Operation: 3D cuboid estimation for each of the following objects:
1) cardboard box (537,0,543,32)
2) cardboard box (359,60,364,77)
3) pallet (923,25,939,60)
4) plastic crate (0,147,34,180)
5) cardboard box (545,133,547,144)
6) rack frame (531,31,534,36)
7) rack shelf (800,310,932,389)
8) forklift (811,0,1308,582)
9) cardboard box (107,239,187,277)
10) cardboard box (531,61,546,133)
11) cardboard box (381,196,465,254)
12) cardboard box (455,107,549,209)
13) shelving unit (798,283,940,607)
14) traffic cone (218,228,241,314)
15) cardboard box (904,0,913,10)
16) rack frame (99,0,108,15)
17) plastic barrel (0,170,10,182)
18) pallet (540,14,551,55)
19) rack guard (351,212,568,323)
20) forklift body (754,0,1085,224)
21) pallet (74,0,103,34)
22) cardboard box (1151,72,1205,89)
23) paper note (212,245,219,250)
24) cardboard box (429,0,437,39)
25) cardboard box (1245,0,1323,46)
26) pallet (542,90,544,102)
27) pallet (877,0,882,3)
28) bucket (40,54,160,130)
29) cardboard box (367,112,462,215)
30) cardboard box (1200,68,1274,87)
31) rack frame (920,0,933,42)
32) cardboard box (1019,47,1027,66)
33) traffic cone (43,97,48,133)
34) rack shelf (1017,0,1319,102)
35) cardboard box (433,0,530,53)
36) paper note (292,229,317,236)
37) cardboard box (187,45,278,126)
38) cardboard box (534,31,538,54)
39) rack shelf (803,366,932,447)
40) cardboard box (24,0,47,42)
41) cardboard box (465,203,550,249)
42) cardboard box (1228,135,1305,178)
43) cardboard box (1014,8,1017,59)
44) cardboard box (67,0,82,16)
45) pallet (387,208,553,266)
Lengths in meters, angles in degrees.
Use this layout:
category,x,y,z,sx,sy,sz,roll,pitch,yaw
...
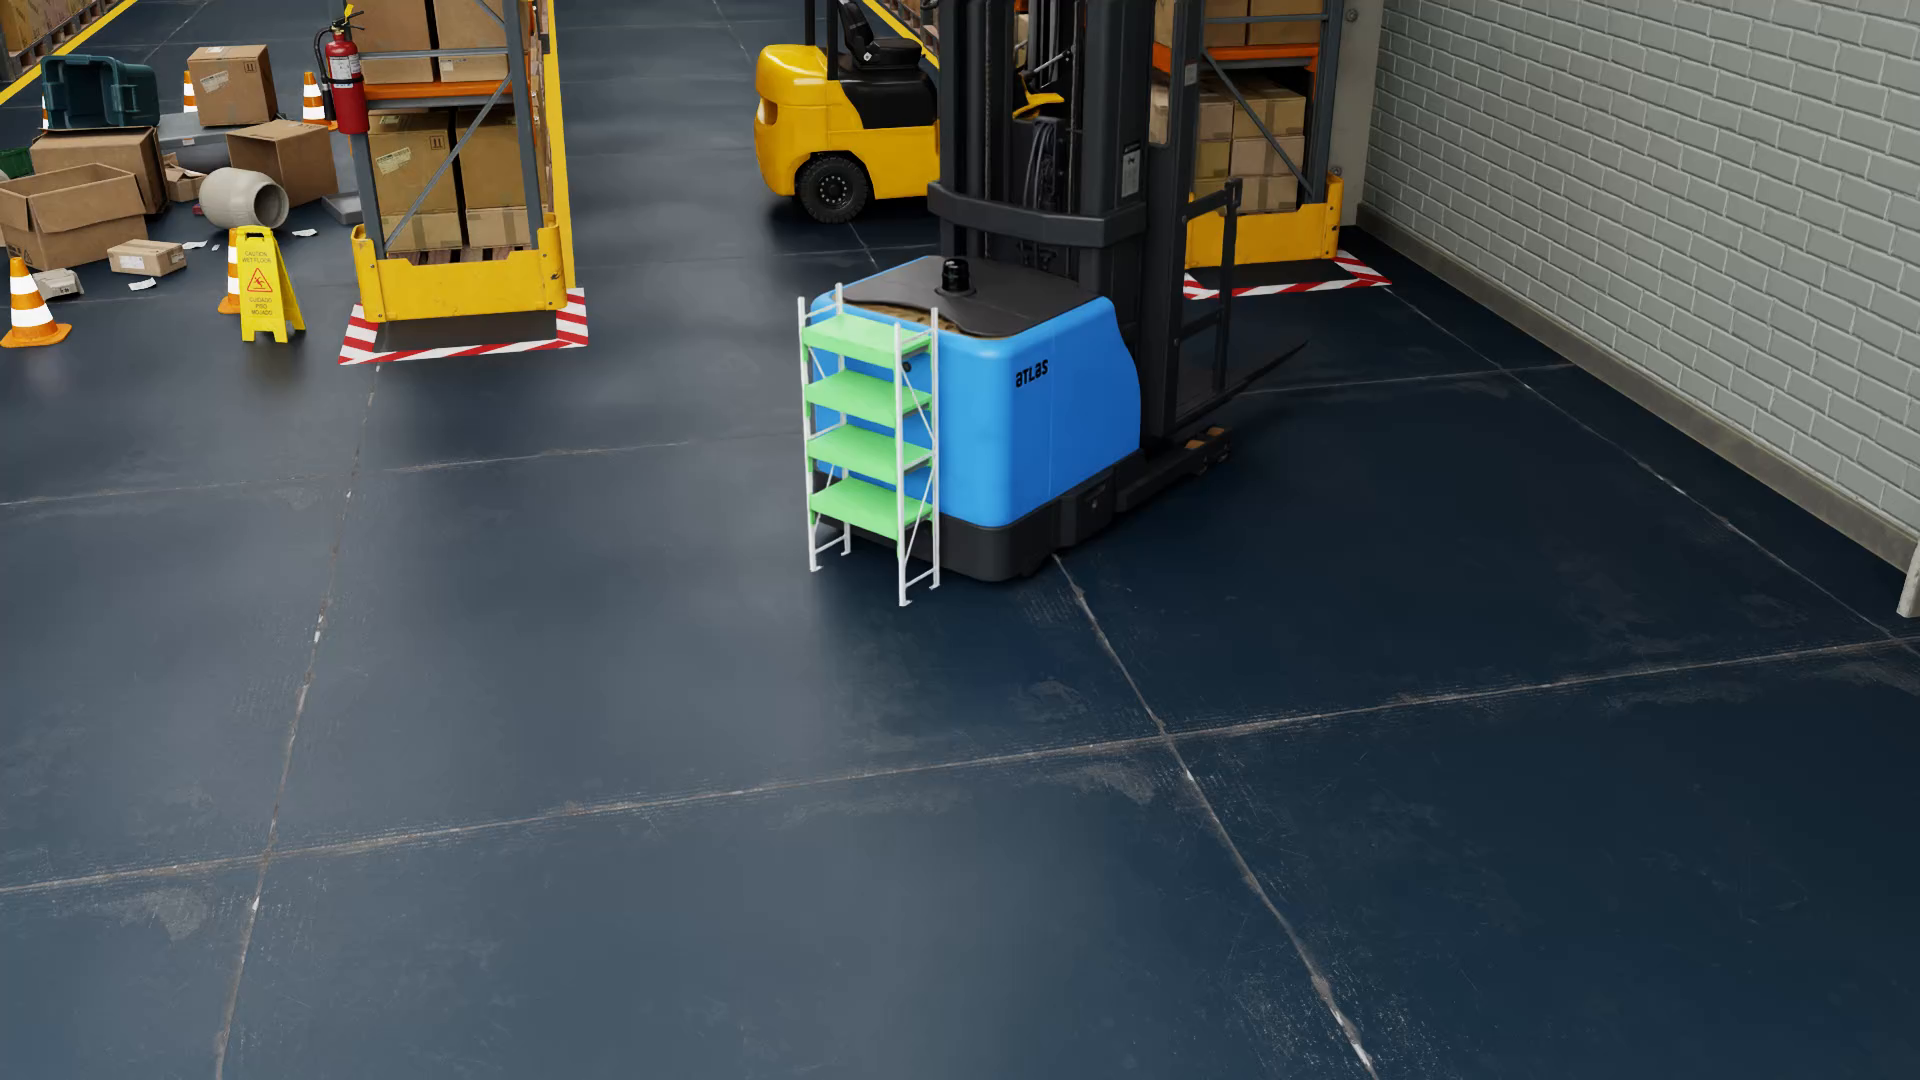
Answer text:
category,x,y,z,sx,sy,sz,roll,pitch,yaw
cardboard box,-4.832,-5.776,17.258,0.875,0.875,0.875,-6,27,-12
cardboard box,-3.412,-2.844,9.835,0.380,0.149,0.250,-6,27,-12
pallet,0.226,-5.121,17.162,1.003,0.211,1.213,-6,27,-12
plastic crate,-7.340,-2.750,12.426,0.450,0.188,0.662,-2,25,20
cardboard box,-3.220,-2.741,11.937,0.500,0.250,0.500,-6,27,-11
rack frame,-3.855,-4.470,12.777,1.000,3.000,0.127,-6,27,-12
rack shelf,-0.357,-0.747,6.475,0.480,0.148,0.258,19,33,33
forklift,0.668,-1.738,7.441,1.130,2.935,3.031,19,33,33
cardboard box,-5.217,-1.811,10.673,0.380,0.149,0.250,8,28,15
cardboard box,-3.228,-3.085,11.787,0.500,0.500,0.500,-5,27,-9
cardboard box,-3.404,-2.012,10.493,0.500,0.250,0.500,-6,27,-12
cardboard box,-2.872,-2.401,10.432,0.500,0.500,0.500,-7,28,-13
shelving unit,-0.357,-0.376,6.662,0.503,1.200,0.258,19,33,33
traffic cone,-4.308,-1.639,9.984,0.336,0.463,0.334,-6,27,-12
cardboard box,-0.329,-6.188,18.488,0.500,0.500,0.500,-6,27,-12
rack frame,-10.458,-7.435,18.651,1.000,3.000,0.127,-6,27,-12
plastic barrel,-6.905,-2.430,11.596,0.512,0.421,0.421,13,30,24
pallet,-4.861,-5.335,17.585,1.003,0.211,1.213,-6,27,-12
rack guard,-2.971,-1.631,9.927,1.175,0.500,0.348,-6,27,-12
forklift body,-0.324,-3.488,11.773,2.313,2.155,1.214,-6,27,-12
pallet,-10.281,-5.848,18.603,1.003,0.211,1.213,-6,27,-12
cardboard box,1.353,-3.020,11.380,0.500,0.250,0.500,-5,27,-11
paper note,-4.974,-1.955,11.112,0.032,0.001,0.123,-6,27,-12
cardboard box,-3.453,-3.322,10.061,0.500,0.500,0.500,-6,27,-11
cardboard box,2.040,-3.510,10.764,0.500,0.500,0.500,-5,27,-10
pallet,-4.032,-3.567,14.082,1.003,0.211,1.213,-6,27,-12
pallet,-0.603,-6.889,20.665,1.003,0.211,1.213,-6,27,-12
bucket,-6.378,-3.314,12.434,0.726,0.611,0.620,3,17,6
cardboard box,-3.389,-2.334,10.298,0.500,0.500,0.500,-6,27,-11
cardboard box,1.841,-3.075,11.489,0.500,0.250,0.500,-6,27,-12
rack frame,0.078,-6.732,17.258,1.000,3.000,0.127,-6,27,-12
cardboard box,0.788,-3.915,13.708,0.500,0.250,0.500,-6,27,-12
traffic cone,-7.486,-3.532,13.735,0.336,0.463,0.334,-6,27,-12
rack shelf,1.431,-3.776,12.201,1.077,0.370,4.000,-6,27,-12
cardboard box,-2.790,-3.127,9.676,0.500,0.500,0.500,-6,27,-12
paper note,-4.490,-2.112,11.400,0.142,0.019,0.148,-16,31,-29
cardboard box,-5.583,-3.498,12.785,0.500,0.500,0.500,-6,27,-12
cardboard box,-4.300,-4.335,14.959,0.950,0.372,0.625,-5,27,-10
rack shelf,-0.357,-0.533,6.583,0.480,0.148,0.258,19,33,33
cardboard box,-9.584,-5.307,16.744,0.500,0.500,0.500,-6,27,-11
cardboard box,-2.866,-2.056,10.580,0.500,0.250,0.500,-6,27,-12
cardboard box,1.978,-2.630,11.163,0.500,0.250,0.500,-5,27,-11
cardboard box,0.851,-4.331,14.671,0.875,0.625,0.625,-5,27,-9
cardboard box,-9.931,-5.982,18.080,0.500,0.500,0.500,-7,28,-13
pallet,-3.120,-1.863,10.706,1.003,0.211,1.213,-6,27,-12
